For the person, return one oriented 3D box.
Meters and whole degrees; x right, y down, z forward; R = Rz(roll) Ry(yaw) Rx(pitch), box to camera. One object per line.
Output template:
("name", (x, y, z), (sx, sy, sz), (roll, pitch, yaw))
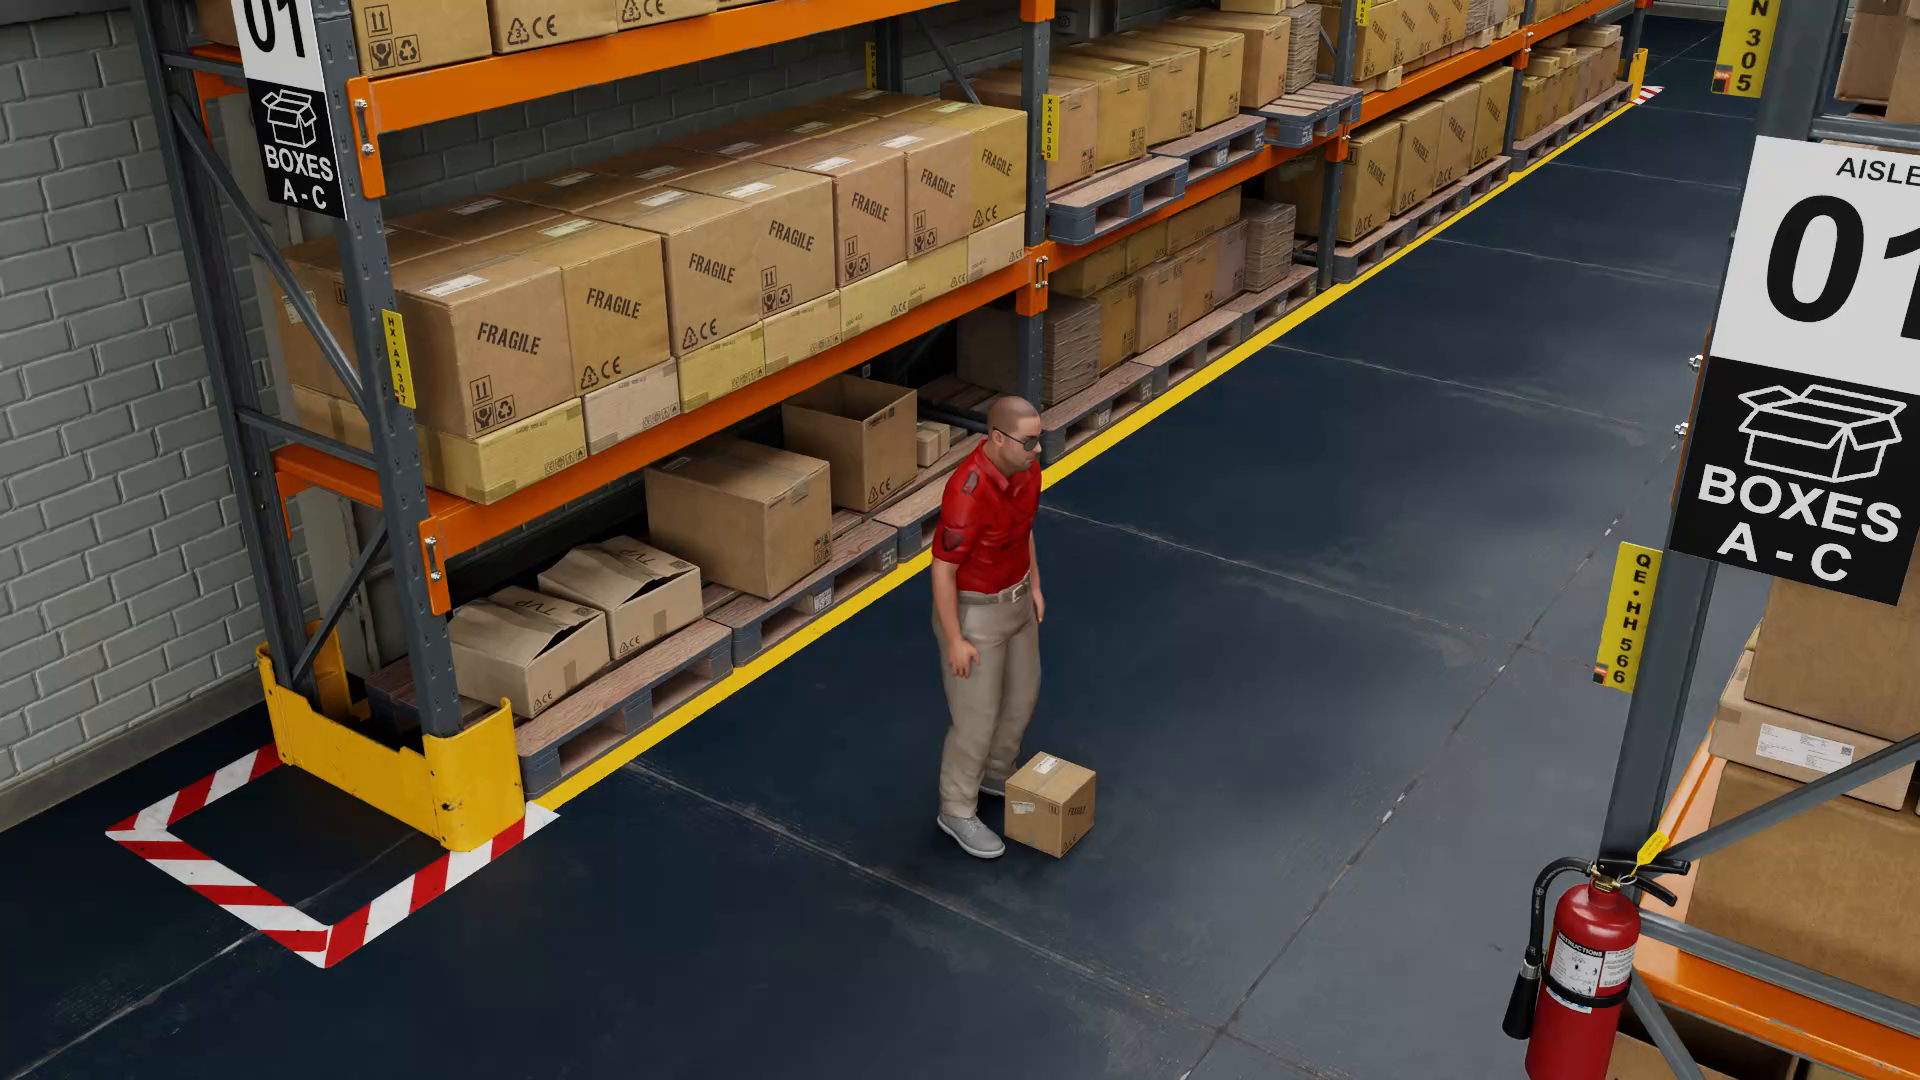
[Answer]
("person", (0.125, 0.280, 6.078), (0.392, 1.726, 0.585), (17, 31, 30))
